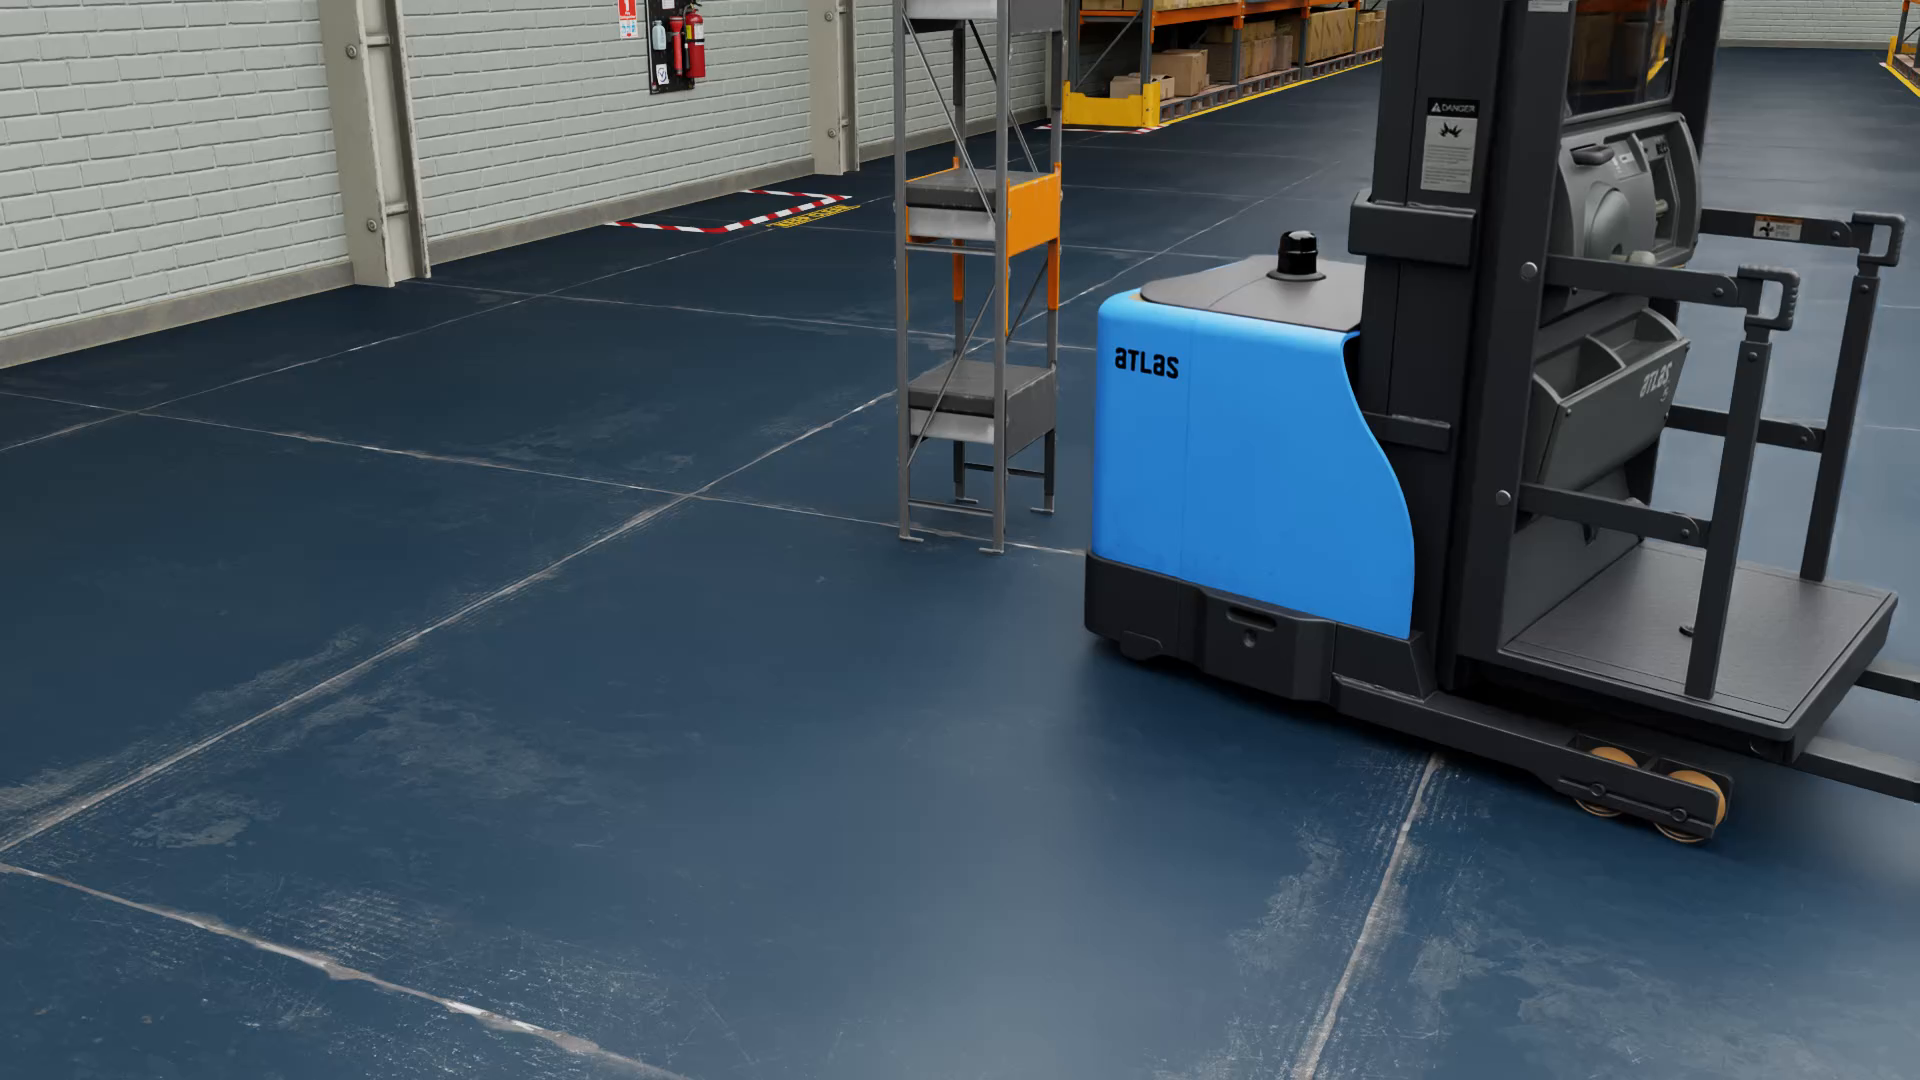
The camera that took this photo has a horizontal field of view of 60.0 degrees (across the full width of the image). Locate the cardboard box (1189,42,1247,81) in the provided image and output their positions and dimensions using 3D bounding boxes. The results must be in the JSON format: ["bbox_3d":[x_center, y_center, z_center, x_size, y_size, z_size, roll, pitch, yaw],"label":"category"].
[{"bbox_3d":[3.703,-6.893,23.949,0.700,0.500,0.500,9,22,25],"label":"cardboard box"}]

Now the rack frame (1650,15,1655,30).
[{"bbox_3d":[11.213,-9.403,27.933,1.000,3.000,0.127,9,21,23],"label":"rack frame"}]

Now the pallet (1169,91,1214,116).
[{"bbox_3d":[2.676,-5.738,21.789,1.003,0.211,1.213,9,21,23],"label":"pallet"}]

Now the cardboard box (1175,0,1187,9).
[{"bbox_3d":[2.468,-6.619,20.297,0.500,0.250,0.500,8,21,21],"label":"cardboard box"}]

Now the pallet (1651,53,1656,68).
[{"bbox_3d":[11.994,-8.673,30.043,1.003,0.211,1.213,9,21,23],"label":"pallet"}]

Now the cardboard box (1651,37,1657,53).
[{"bbox_3d":[12.437,-9.052,30.391,0.500,0.250,0.500,9,21,23],"label":"cardboard box"}]

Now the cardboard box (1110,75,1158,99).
[{"bbox_3d":[2.144,-5.553,20.463,0.500,0.311,0.500,6,20,17],"label":"cardboard box"}]

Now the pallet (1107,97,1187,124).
[{"bbox_3d":[2.175,-5.366,20.744,1.003,0.211,1.213,9,21,23],"label":"pallet"}]

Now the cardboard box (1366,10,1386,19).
[{"bbox_3d":[8.145,-10.260,32.478,0.380,0.149,0.250,9,22,24],"label":"cardboard box"}]

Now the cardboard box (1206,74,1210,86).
[{"bbox_3d":[3.225,-6.341,22.894,0.380,0.166,0.250,6,20,16],"label":"cardboard box"}]

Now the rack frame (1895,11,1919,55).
[{"bbox_3d":[17.369,-9.945,29.457,1.000,3.000,0.127,9,21,23],"label":"rack frame"}]

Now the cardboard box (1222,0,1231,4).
[{"bbox_3d":[3.288,-7.238,22.037,0.500,0.250,0.500,9,21,23],"label":"cardboard box"}]

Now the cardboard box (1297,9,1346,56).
[{"bbox_3d":[6.184,-8.778,28.757,0.750,0.750,0.750,9,22,24],"label":"cardboard box"}]

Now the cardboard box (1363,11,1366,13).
[{"bbox_3d":[7.694,-10.237,32.413,0.380,0.149,0.250,9,21,23],"label":"cardboard box"}]

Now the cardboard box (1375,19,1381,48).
[{"bbox_3d":[7.725,-9.790,32.125,0.700,0.500,0.500,8,21,21],"label":"cardboard box"}]

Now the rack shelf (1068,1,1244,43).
[{"bbox_3d":[2.598,-6.686,21.366,1.077,0.370,4.000,9,21,23],"label":"rack shelf"}]

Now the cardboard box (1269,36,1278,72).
[{"bbox_3d":[4.490,-7.520,25.711,0.700,0.500,0.500,9,21,23],"label":"cardboard box"}]

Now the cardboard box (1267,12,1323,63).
[{"bbox_3d":[5.475,-8.251,27.274,0.750,0.750,0.750,8,21,22],"label":"cardboard box"}]

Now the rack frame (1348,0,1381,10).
[{"bbox_3d":[8.331,-11.305,33.280,1.000,3.000,0.127,9,21,23],"label":"rack frame"}]

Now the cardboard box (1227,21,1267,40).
[{"bbox_3d":[4.311,-7.691,25.074,0.500,0.250,0.500,8,21,22],"label":"cardboard box"}]

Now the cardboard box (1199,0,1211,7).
[{"bbox_3d":[2.891,-6.928,21.166,0.500,0.250,0.500,9,21,23],"label":"cardboard box"}]

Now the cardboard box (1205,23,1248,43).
[{"bbox_3d":[3.880,-7.382,24.203,0.500,0.250,0.500,8,21,22],"label":"cardboard box"}]

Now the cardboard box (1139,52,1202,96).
[{"bbox_3d":[2.724,-6.034,21.533,0.700,0.500,0.500,7,21,19],"label":"cardboard box"}]

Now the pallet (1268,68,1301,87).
[{"bbox_3d":[4.733,-7.307,26.199,1.003,0.211,1.213,9,21,23],"label":"pallet"}]

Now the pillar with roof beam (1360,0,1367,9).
[{"bbox_3d":[12.575,-14.485,33.268,9.100,9.000,0.400,9,21,23],"label":"pillar with roof beam"}]

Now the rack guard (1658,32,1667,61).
[{"bbox_3d":[12.820,-9.425,31.725,1.175,0.500,0.348,9,21,23],"label":"rack guard"}]

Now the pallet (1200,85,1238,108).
[{"bbox_3d":[3.174,-6.112,22.841,1.003,0.211,1.213,9,21,23],"label":"pallet"}]

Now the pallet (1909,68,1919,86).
[{"bbox_3d":[15.377,-7.179,25.839,1.003,0.211,1.213,9,21,23],"label":"pallet"}]

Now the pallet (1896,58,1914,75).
[{"bbox_3d":[16.495,-8.013,28.186,1.003,0.211,1.213,9,21,23],"label":"pallet"}]

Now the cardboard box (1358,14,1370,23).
[{"bbox_3d":[7.399,-9.702,30.908,0.380,0.149,0.250,9,22,25],"label":"cardboard box"}]

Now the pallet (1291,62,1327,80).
[{"bbox_3d":[5.446,-7.776,27.519,1.003,0.211,1.213,9,21,23],"label":"pallet"}]

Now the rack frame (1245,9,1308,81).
[{"bbox_3d":[5.055,-8.859,26.403,1.000,3.000,0.127,9,21,23],"label":"rack frame"}]

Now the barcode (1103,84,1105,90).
[{"bbox_3d":[1.787,-5.618,20.632,0.001,0.075,0.075,9,21,23],"label":"barcode"}]

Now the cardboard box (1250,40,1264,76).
[{"bbox_3d":[4.114,-7.208,24.835,0.700,0.500,0.500,9,21,23],"label":"cardboard box"}]

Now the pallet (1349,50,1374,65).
[{"bbox_3d":[7.075,-8.990,30.932,1.003,0.211,1.213,9,21,23],"label":"pallet"}]

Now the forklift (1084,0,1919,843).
[{"bbox_3d":[1.832,-0.863,4.021,3.031,2.935,1.130,16,25,37],"label":"forklift"}]

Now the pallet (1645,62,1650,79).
[{"bbox_3d":[10.915,-7.836,27.687,1.003,0.211,1.213,9,21,23],"label":"pallet"}]

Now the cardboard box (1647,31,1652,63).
[{"bbox_3d":[11.063,-8.093,27.322,0.500,0.500,0.500,9,21,23],"label":"cardboard box"}]

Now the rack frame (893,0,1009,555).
[{"bbox_3d":[-0.032,-0.965,5.550,0.400,2.100,0.015,9,21,23],"label":"rack frame"}]

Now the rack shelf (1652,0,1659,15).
[{"bbox_3d":[10.394,-8.453,26.335,1.077,0.370,4.000,9,21,23],"label":"rack shelf"}]

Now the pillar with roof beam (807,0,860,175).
[{"bbox_3d":[2.747,-7.148,12.638,9.100,9.000,0.400,9,21,23],"label":"pillar with roof beam"}]

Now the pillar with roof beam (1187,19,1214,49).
[{"bbox_3d":[7.661,-10.816,22.953,9.100,9.000,0.400,9,21,23],"label":"pillar with roof beam"}]

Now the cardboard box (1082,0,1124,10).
[{"bbox_3d":[1.793,-6.522,20.025,0.500,0.250,0.500,9,21,23],"label":"cardboard box"}]

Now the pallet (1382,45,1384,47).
[{"bbox_3d":[8.074,-9.736,33.029,1.003,0.211,1.213,9,21,23],"label":"pallet"}]

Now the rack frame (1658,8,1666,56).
[{"bbox_3d":[12.851,-10.626,31.372,1.000,3.000,0.127,9,21,23],"label":"rack frame"}]

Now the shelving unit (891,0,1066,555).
[{"bbox_3d":[0.068,-1.040,5.759,0.431,2.100,0.503,9,21,23],"label":"shelving unit"}]

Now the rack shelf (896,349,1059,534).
[{"bbox_3d":[0.068,-0.368,5.998,0.431,0.518,0.480,9,21,23],"label":"rack shelf"}]

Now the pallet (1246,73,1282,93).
[{"bbox_3d":[4.232,-6.935,25.154,1.003,0.211,1.213,9,21,23],"label":"pallet"}]

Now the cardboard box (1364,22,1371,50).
[{"bbox_3d":[7.301,-9.470,31.224,0.700,0.500,0.500,8,21,22],"label":"cardboard box"}]

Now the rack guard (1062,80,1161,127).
[{"bbox_3d":[1.810,-5.259,20.011,1.175,0.500,0.348,9,21,23],"label":"rack guard"}]

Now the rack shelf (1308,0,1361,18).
[{"bbox_3d":[5.874,-9.132,28.243,1.077,0.370,4.000,9,21,23],"label":"rack shelf"}]
